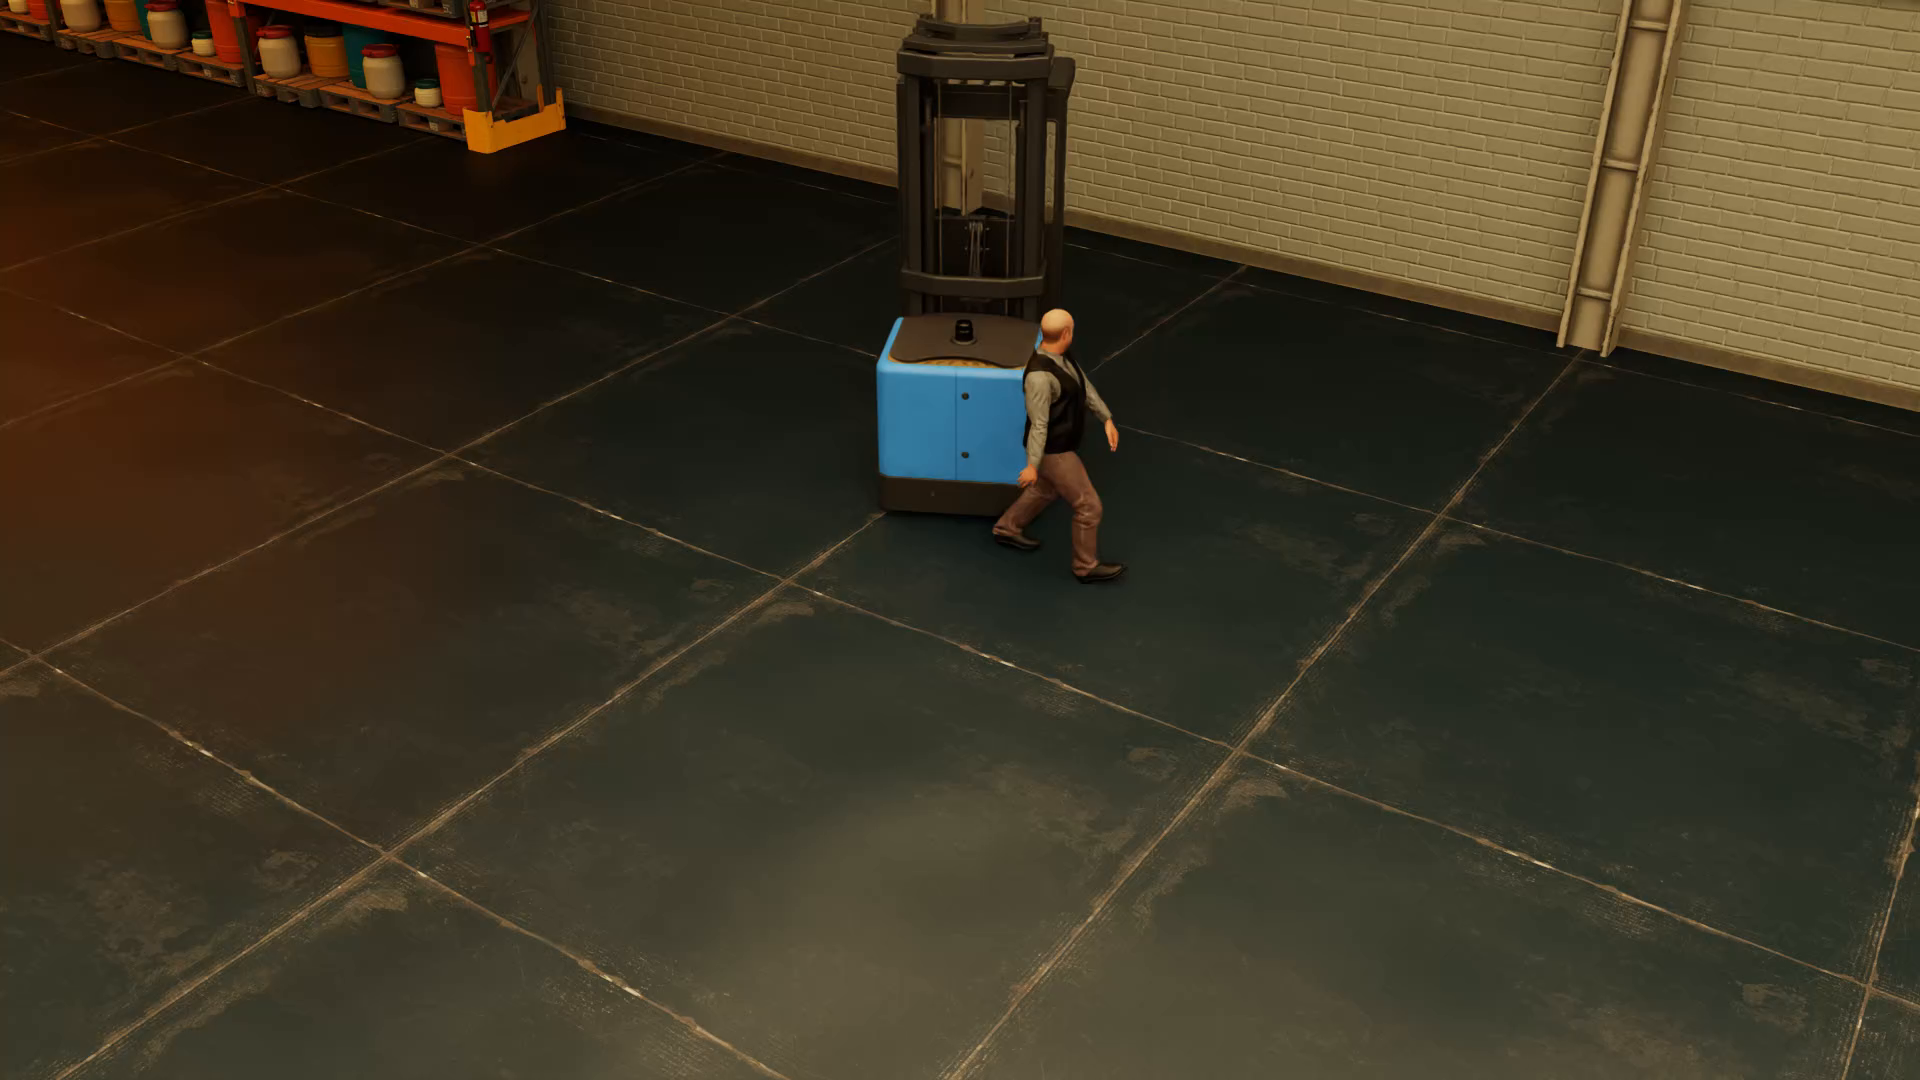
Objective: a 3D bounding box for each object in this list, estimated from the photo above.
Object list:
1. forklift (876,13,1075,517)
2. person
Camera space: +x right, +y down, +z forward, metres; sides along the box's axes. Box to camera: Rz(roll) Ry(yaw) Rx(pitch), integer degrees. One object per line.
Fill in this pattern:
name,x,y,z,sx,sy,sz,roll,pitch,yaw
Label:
forklift,0.172,-2.124,11.239,1.130,2.935,3.031,4,30,6
person,0.590,-0.542,9.818,0.866,1.656,0.670,5,31,9
